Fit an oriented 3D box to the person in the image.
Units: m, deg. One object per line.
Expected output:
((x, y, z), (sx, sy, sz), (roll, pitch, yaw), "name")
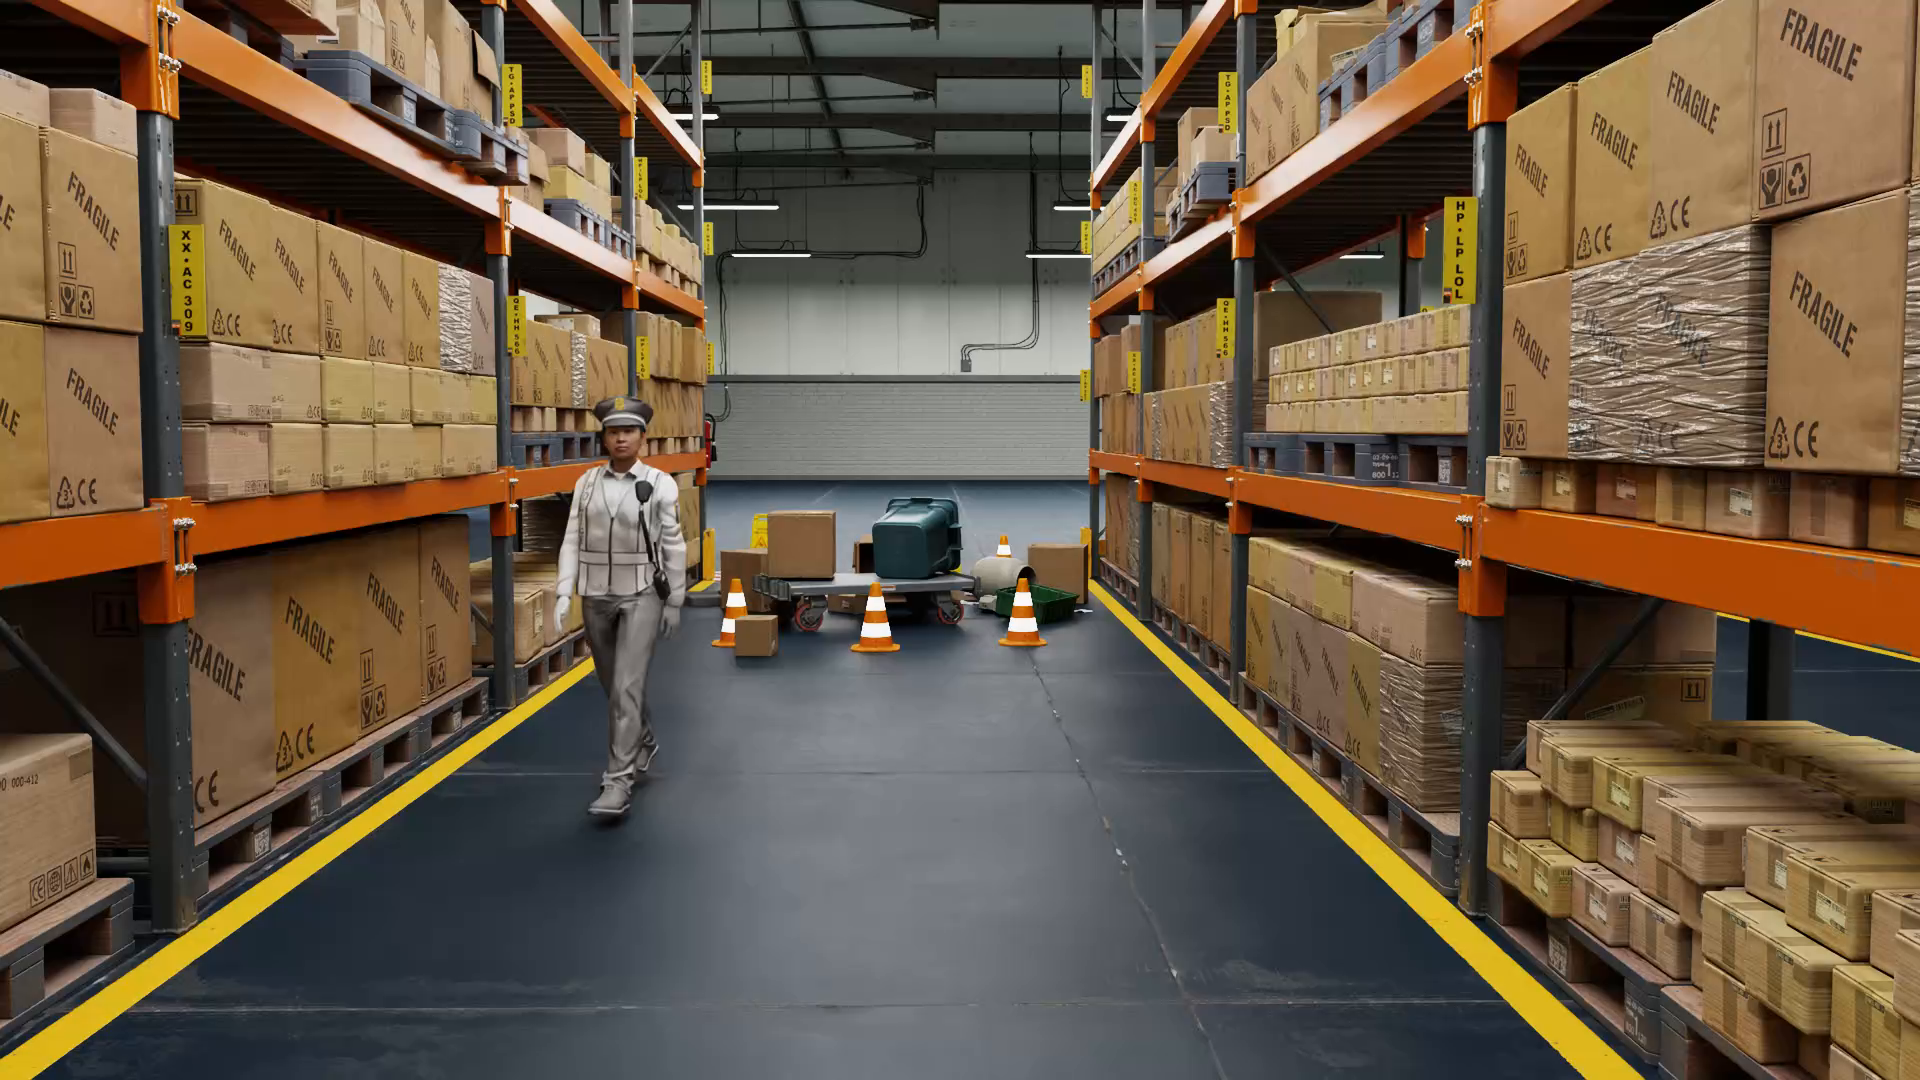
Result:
((-1.390, 0.232, 6.783), (0.483, 1.639, 0.992), (1, 4, 10), "person")
